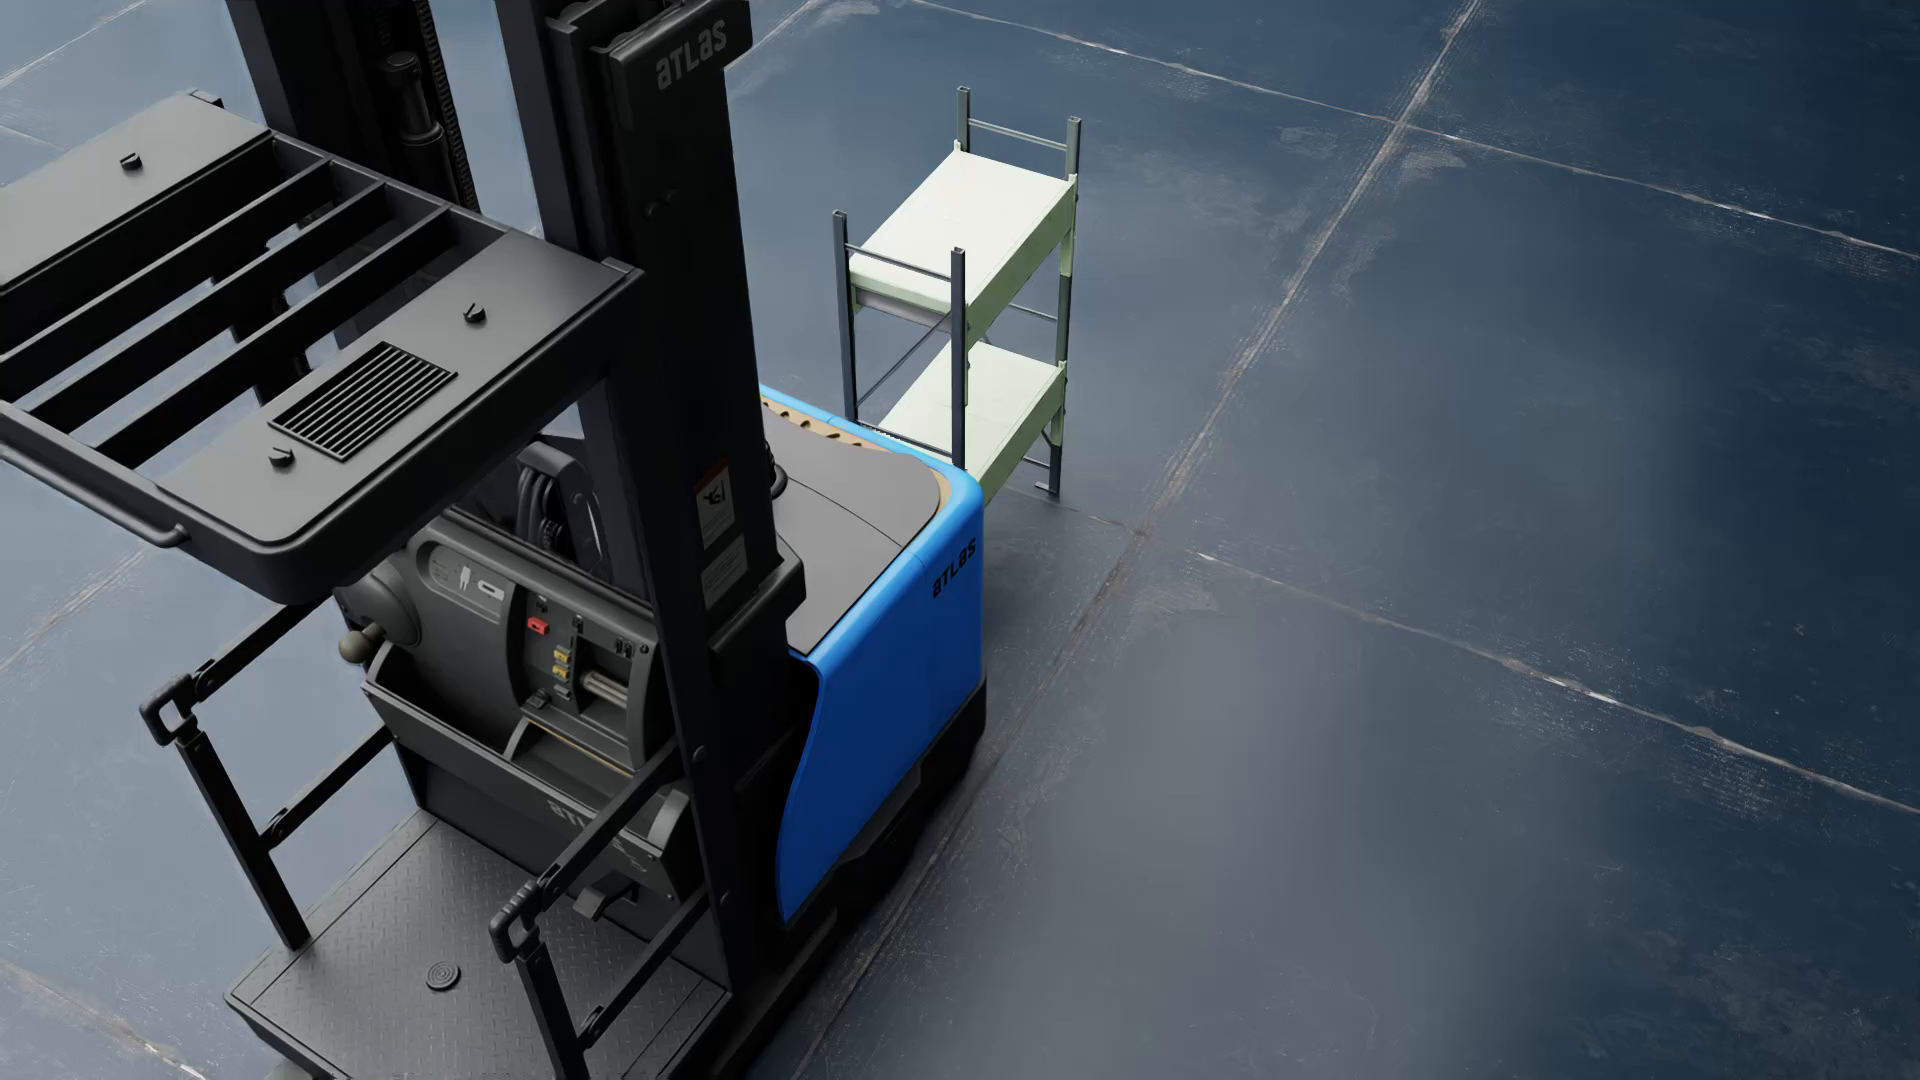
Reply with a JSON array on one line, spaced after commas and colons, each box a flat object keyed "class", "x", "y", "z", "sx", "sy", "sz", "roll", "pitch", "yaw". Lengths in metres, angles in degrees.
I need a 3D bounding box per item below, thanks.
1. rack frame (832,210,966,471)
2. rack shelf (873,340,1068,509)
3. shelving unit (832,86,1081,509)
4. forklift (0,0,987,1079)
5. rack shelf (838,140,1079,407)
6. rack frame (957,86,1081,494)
[{"class": "rack frame", "x": -0.167, "y": -0.301, "z": 4.993, "sx": 0.400, "sy": 1.500, "sz": 0.023, "roll": 20, "pitch": 49, "yaw": 19}, {"class": "rack shelf", "x": 0.003, "y": -0.302, "z": 5.453, "sx": 0.431, "sy": 0.370, "sz": 0.720, "roll": 20, "pitch": 49, "yaw": 19}, {"class": "shelving unit", "x": 0.003, "y": -0.531, "z": 5.221, "sx": 0.431, "sy": 1.500, "sz": 0.755, "roll": 20, "pitch": 49, "yaw": 19}, {"class": "forklift", "x": -1.128, "y": 0.269, "z": 3.423, "sx": 1.130, "sy": 2.935, "sz": 3.031, "roll": 24, "pitch": 50, "yaw": 22}, {"class": "rack shelf", "x": 0.003, "y": -0.806, "z": 4.943, "sx": 0.431, "sy": 0.370, "sz": 0.720, "roll": 20, "pitch": 49, "yaw": 19}, {"class": "rack frame", "x": 0.173, "y": -0.762, "z": 5.449, "sx": 0.400, "sy": 1.500, "sz": 0.023, "roll": 20, "pitch": 49, "yaw": 19}]
